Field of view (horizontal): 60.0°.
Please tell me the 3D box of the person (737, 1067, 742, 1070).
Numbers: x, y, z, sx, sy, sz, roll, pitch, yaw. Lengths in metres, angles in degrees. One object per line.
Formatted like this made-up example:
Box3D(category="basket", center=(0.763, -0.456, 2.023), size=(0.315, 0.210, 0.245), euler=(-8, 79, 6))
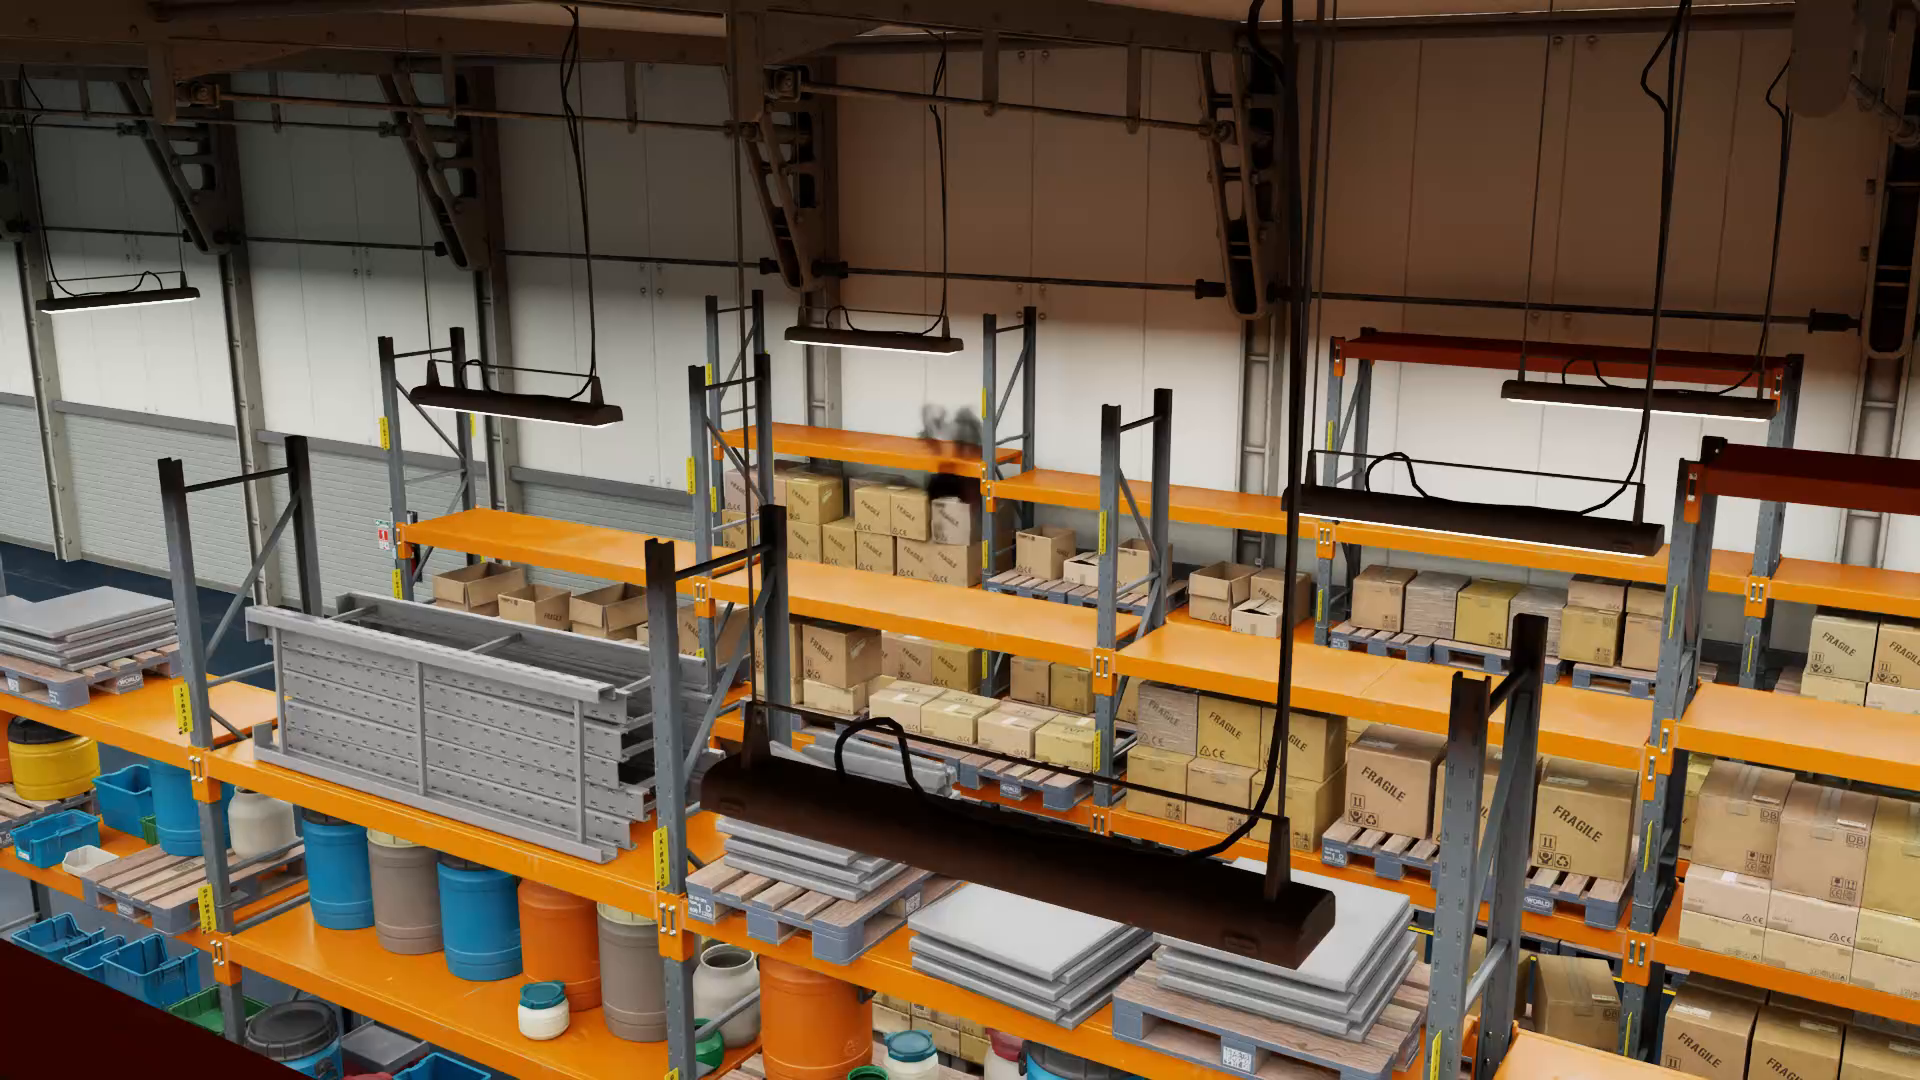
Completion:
Box3D(category="person", center=(-1.840, 4.294, 12.504), size=(0.628, 1.642, 0.557), euler=(7, 15, 25))
